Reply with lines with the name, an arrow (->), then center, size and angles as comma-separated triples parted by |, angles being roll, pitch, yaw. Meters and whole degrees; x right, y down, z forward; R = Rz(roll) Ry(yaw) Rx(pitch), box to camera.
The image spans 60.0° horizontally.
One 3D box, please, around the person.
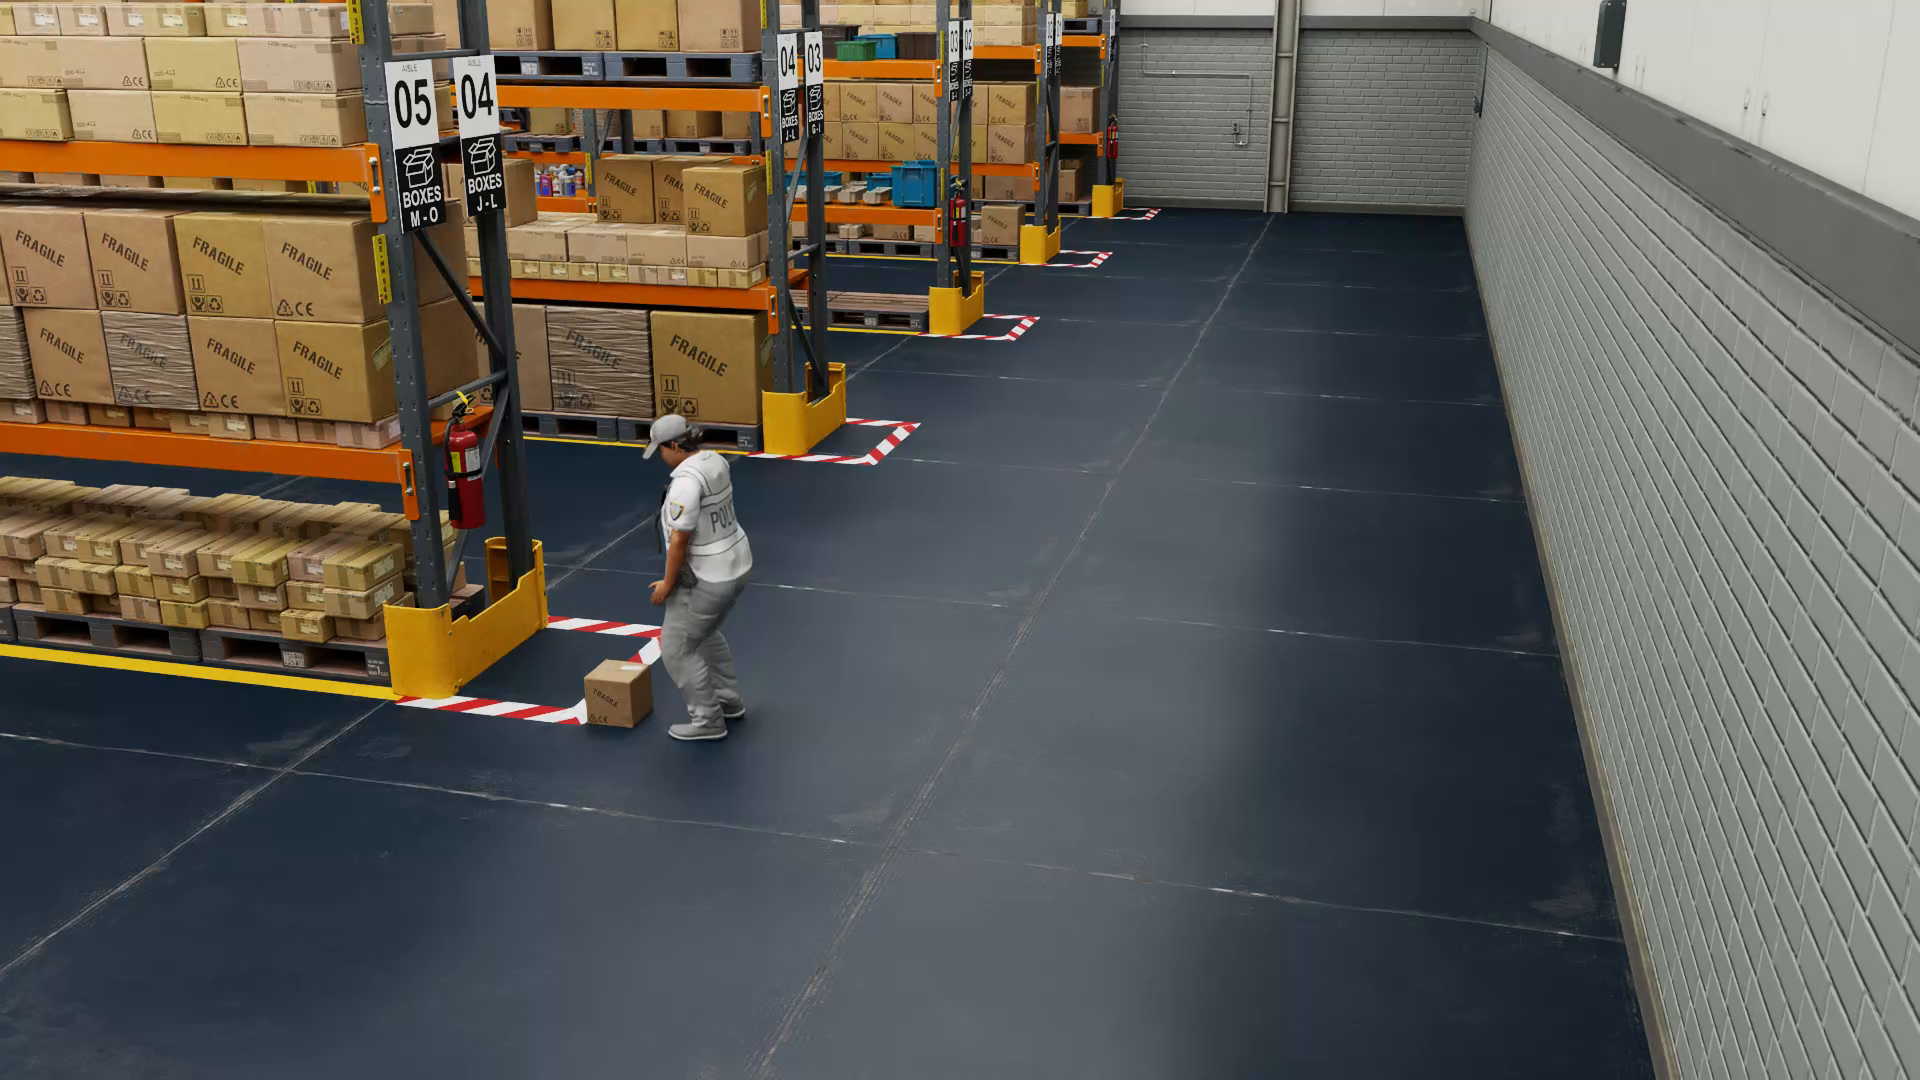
person -> -1.288, 0.184, 8.098 | 0.453, 1.621, 0.496 | 5, 19, 15
